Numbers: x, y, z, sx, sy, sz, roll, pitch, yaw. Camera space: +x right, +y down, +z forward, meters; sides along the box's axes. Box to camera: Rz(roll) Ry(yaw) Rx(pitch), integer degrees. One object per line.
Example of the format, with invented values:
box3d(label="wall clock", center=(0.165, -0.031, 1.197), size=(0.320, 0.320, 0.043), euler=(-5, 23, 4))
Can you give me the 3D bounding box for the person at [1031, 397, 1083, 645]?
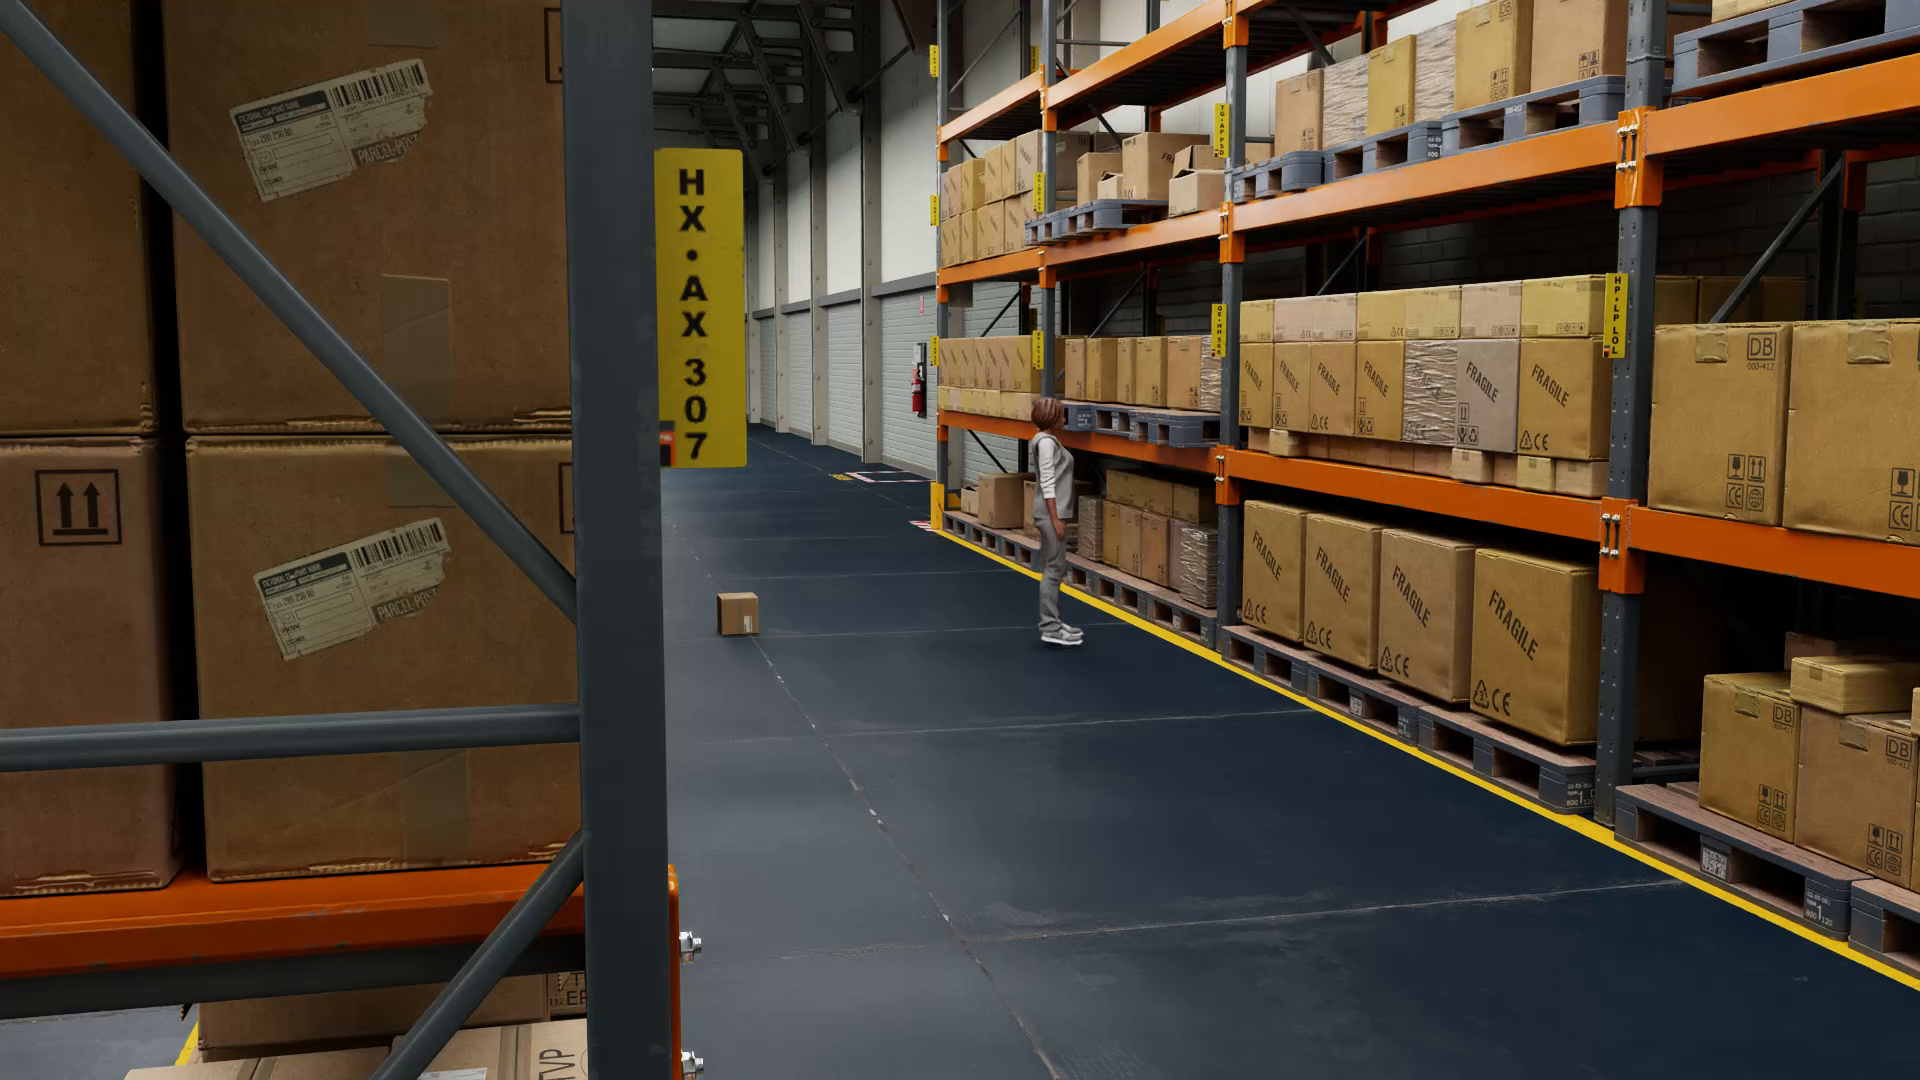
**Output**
box3d(label="person", center=(0.636, -0.132, 10.892), size=(0.353, 1.609, 0.442), euler=(0, 6, 4))
